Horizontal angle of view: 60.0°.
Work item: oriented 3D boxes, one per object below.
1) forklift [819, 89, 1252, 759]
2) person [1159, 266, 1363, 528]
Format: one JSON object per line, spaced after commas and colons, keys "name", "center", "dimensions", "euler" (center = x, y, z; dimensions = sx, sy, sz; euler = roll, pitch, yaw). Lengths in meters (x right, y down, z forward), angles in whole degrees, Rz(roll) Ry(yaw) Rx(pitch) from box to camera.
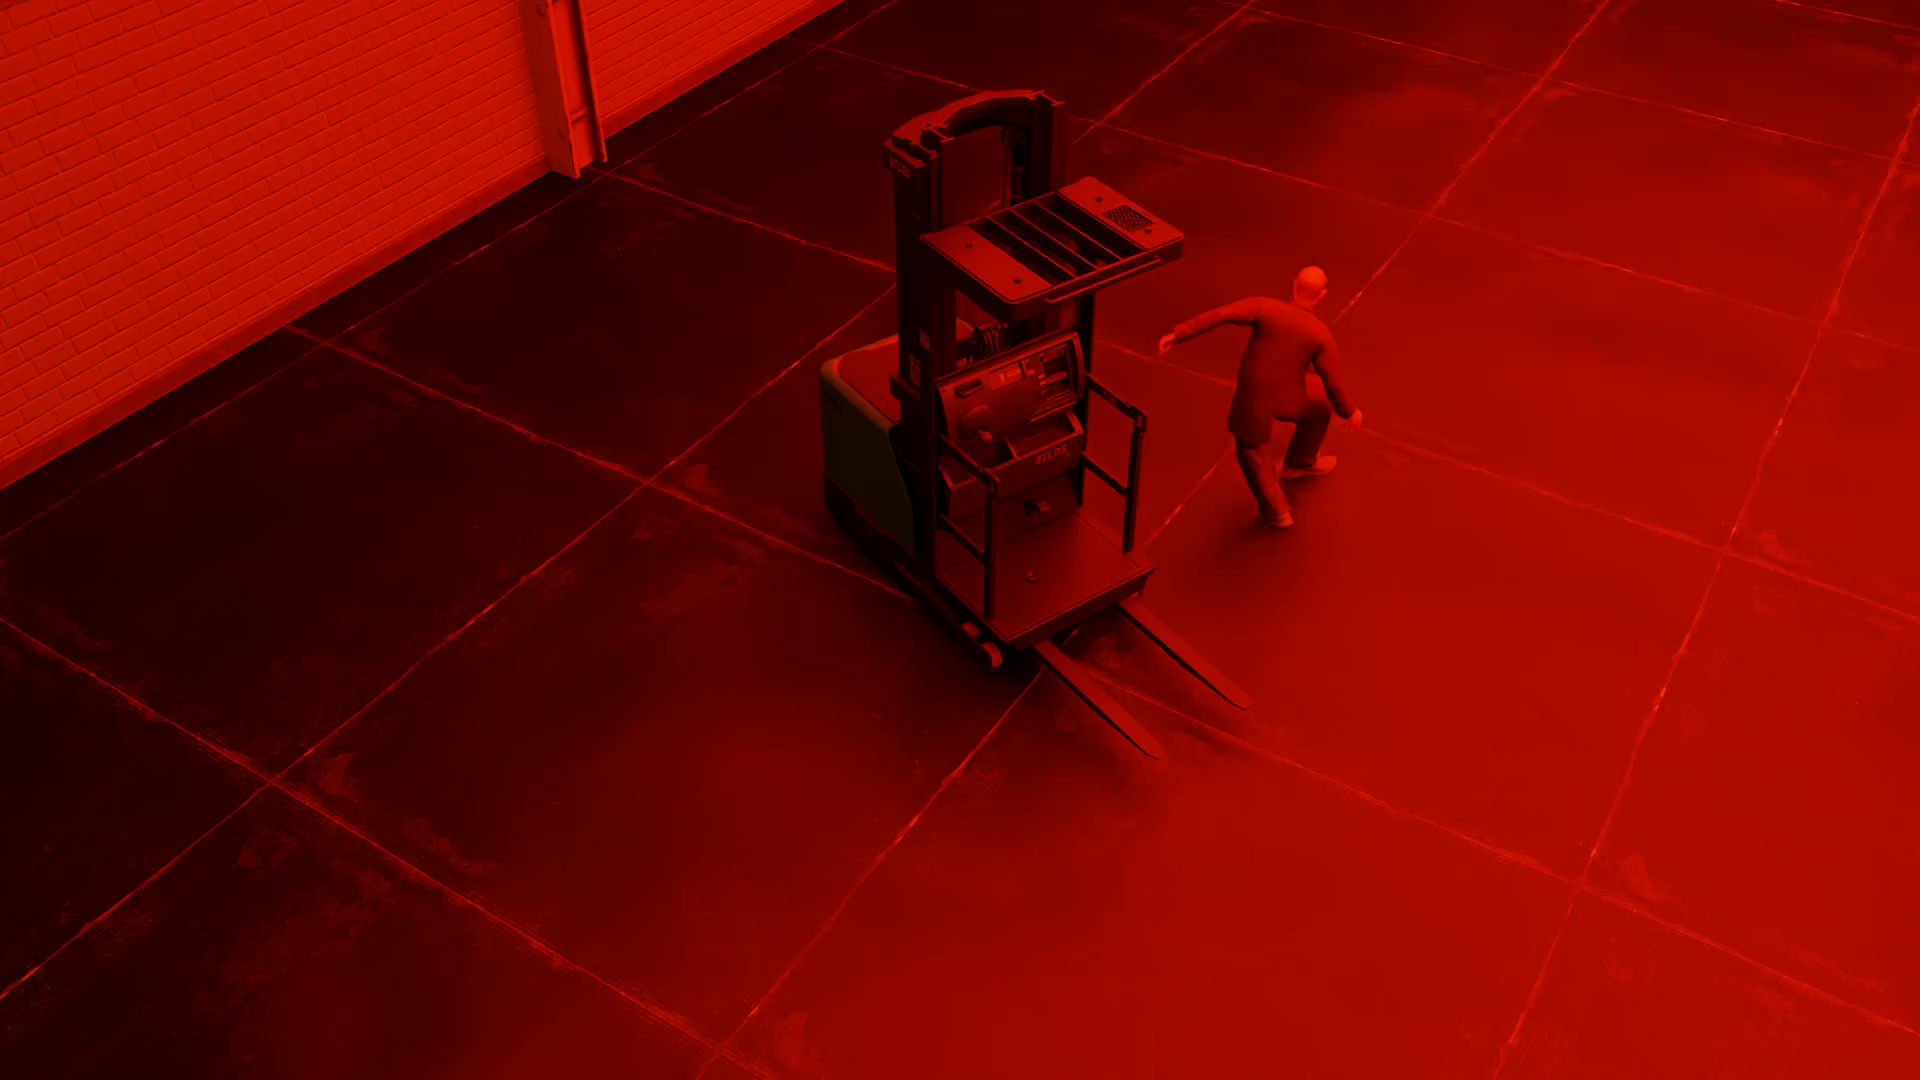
{"name": "forklift", "center": [0.411, -0.744, 8.844], "dimensions": [1.130, 2.935, 3.031], "euler": [-25, 46, -26]}
{"name": "person", "center": [1.813, -0.859, 10.081], "dimensions": [1.255, 1.688, 0.689], "euler": [7, 41, 8]}
